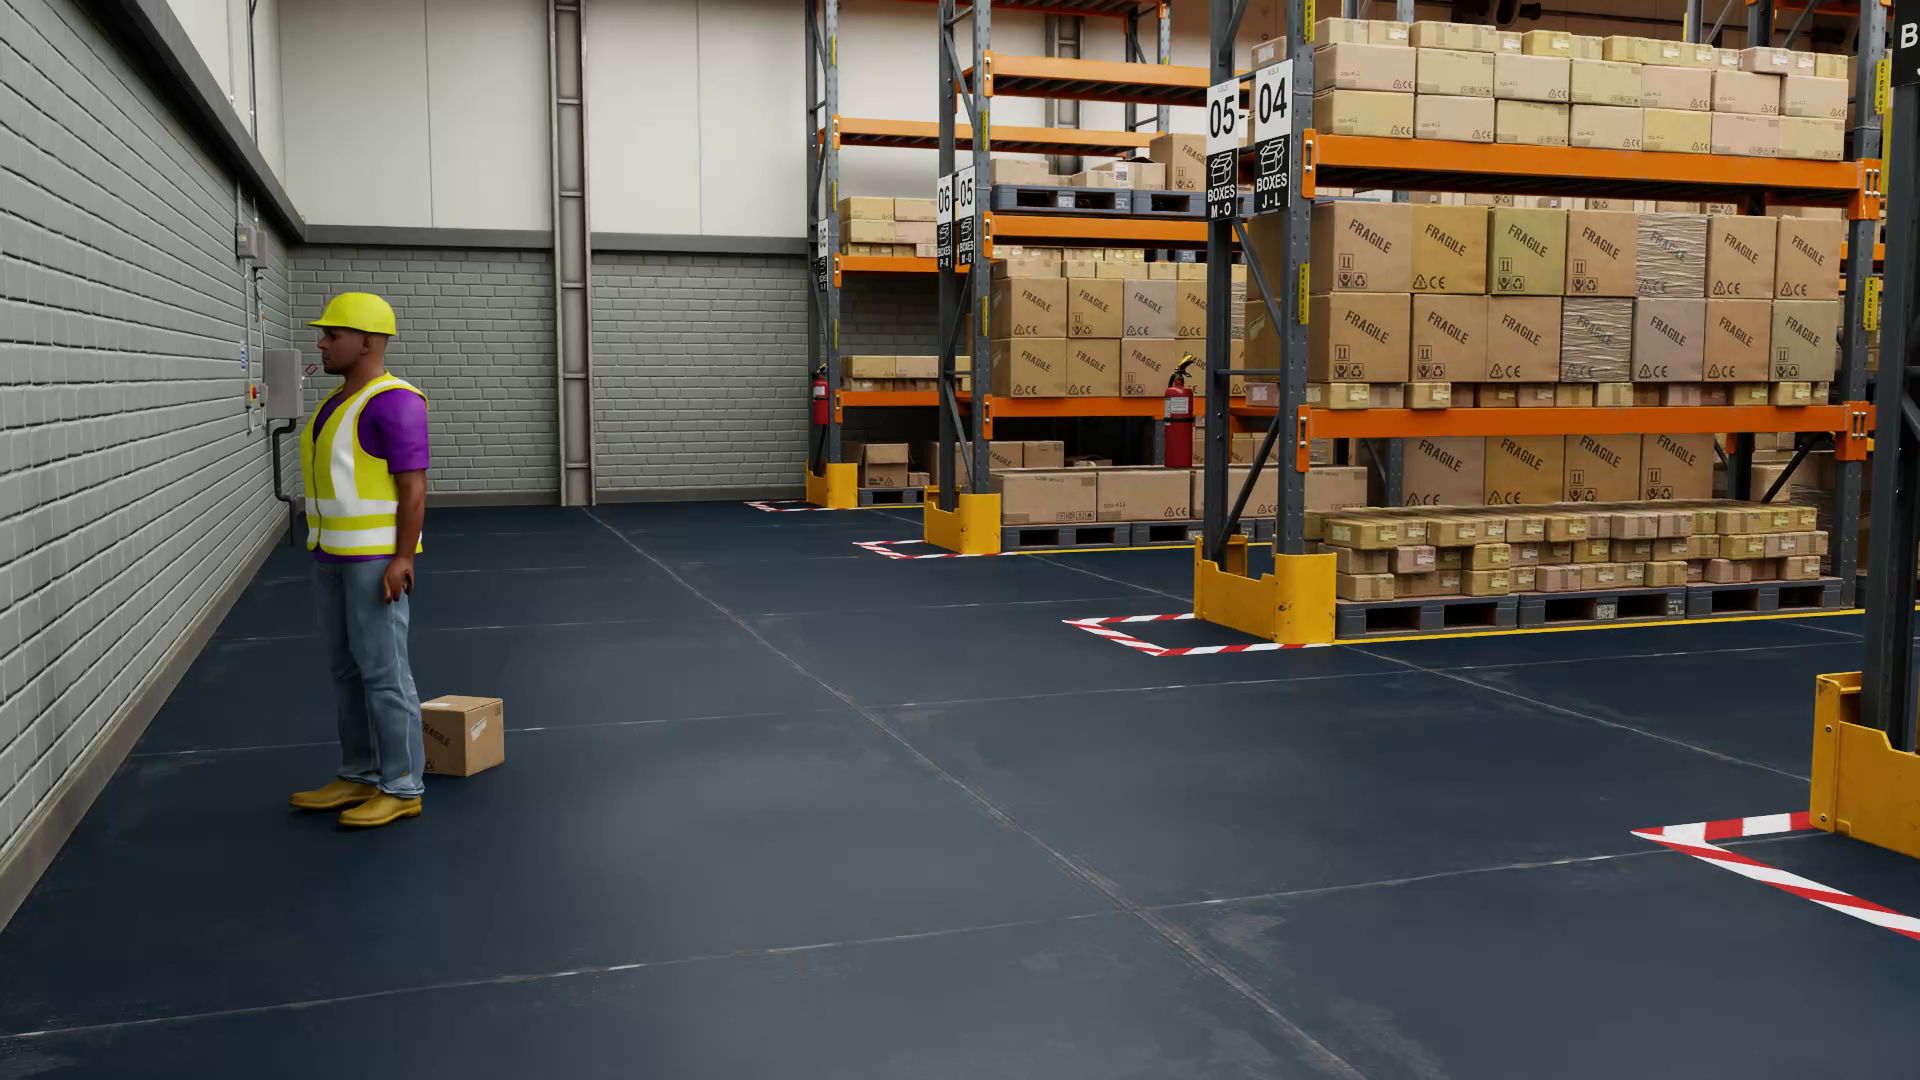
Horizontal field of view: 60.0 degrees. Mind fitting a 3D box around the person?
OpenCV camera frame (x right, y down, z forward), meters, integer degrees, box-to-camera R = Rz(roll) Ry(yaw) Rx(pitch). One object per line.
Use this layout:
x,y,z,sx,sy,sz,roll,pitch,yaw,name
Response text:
-2.026,0.058,5.606,0.562,1.771,0.368,6,8,44,person
